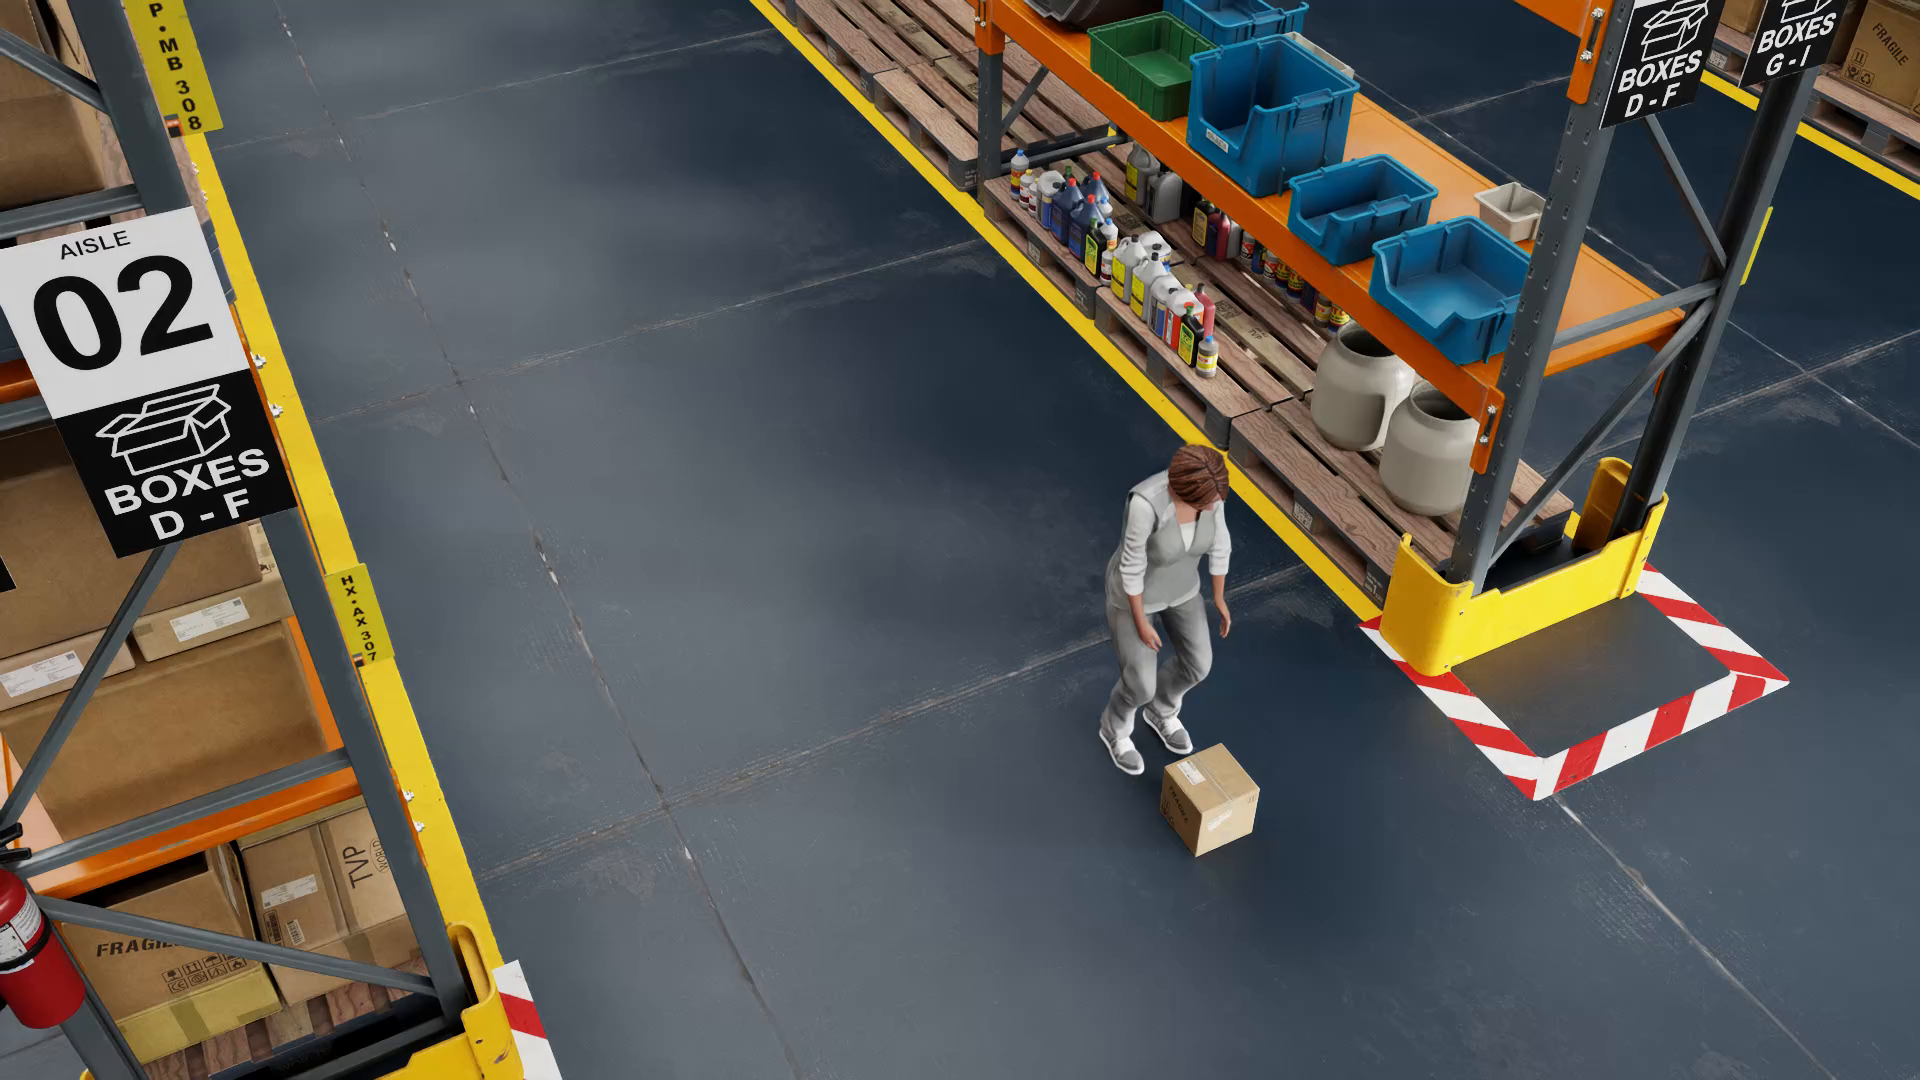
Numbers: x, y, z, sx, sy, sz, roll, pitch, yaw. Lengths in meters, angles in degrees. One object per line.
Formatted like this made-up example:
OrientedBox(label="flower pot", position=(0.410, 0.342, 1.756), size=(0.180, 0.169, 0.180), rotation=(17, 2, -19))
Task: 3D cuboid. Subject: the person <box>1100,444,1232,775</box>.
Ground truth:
OrientedBox(label="person", position=(0.746, 0.221, 5.993), size=(0.437, 1.511, 0.436), rotation=(-18, 45, -19))
